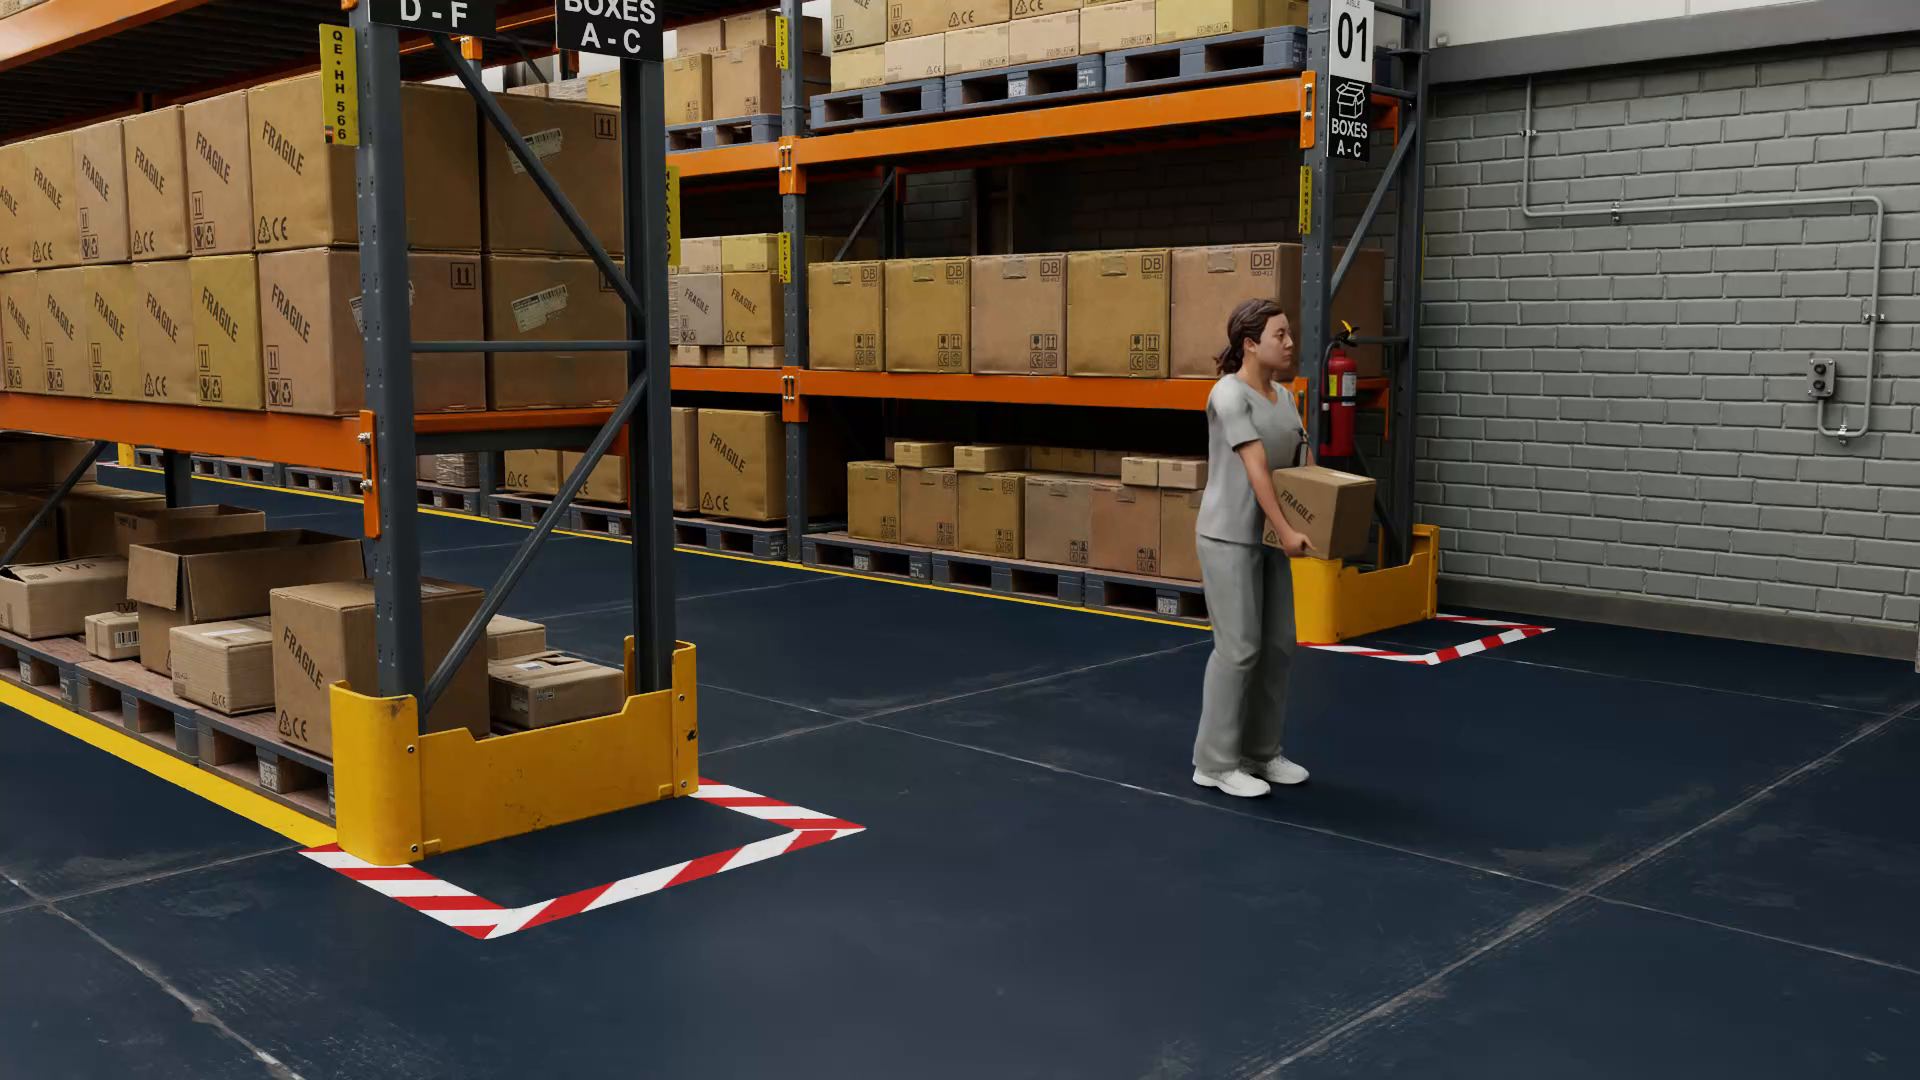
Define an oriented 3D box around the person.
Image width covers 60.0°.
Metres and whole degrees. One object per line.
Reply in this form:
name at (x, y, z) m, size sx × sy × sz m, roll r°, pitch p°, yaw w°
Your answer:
person at (1.058, 0.026, 5.620) m, size 0.500 × 1.668 × 0.411 m, roll 7°, pitch 10°, yaw 42°
